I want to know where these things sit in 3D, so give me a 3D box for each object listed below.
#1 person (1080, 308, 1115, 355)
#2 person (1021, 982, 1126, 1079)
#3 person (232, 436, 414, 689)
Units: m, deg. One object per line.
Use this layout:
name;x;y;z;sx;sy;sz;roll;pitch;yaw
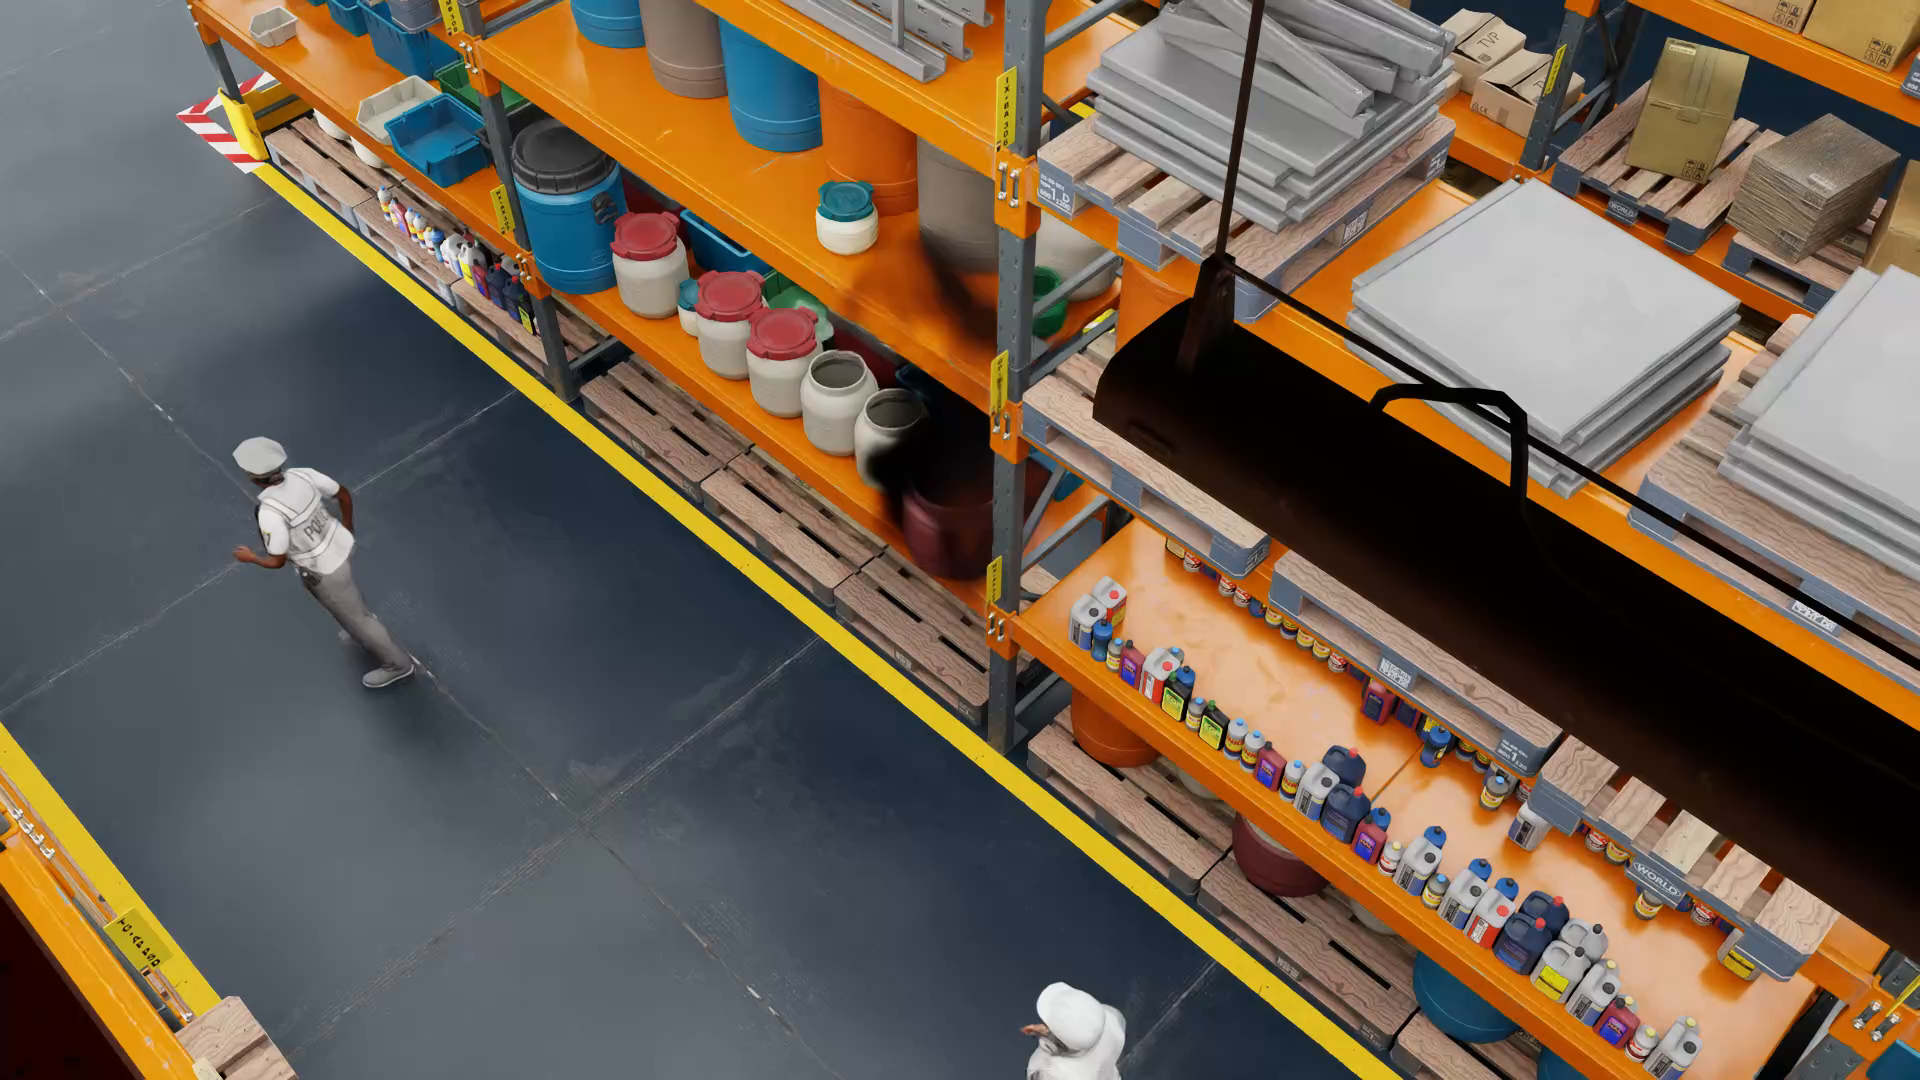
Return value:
person;1.012;-0.869;10.036;0.873;1.670;0.679;20;53;16
person;0.451;2.416;7.248;0.607;1.720;0.650;28;55;22
person;-3.600;0.145;9.288;0.796;1.628;0.624;0;50;0
